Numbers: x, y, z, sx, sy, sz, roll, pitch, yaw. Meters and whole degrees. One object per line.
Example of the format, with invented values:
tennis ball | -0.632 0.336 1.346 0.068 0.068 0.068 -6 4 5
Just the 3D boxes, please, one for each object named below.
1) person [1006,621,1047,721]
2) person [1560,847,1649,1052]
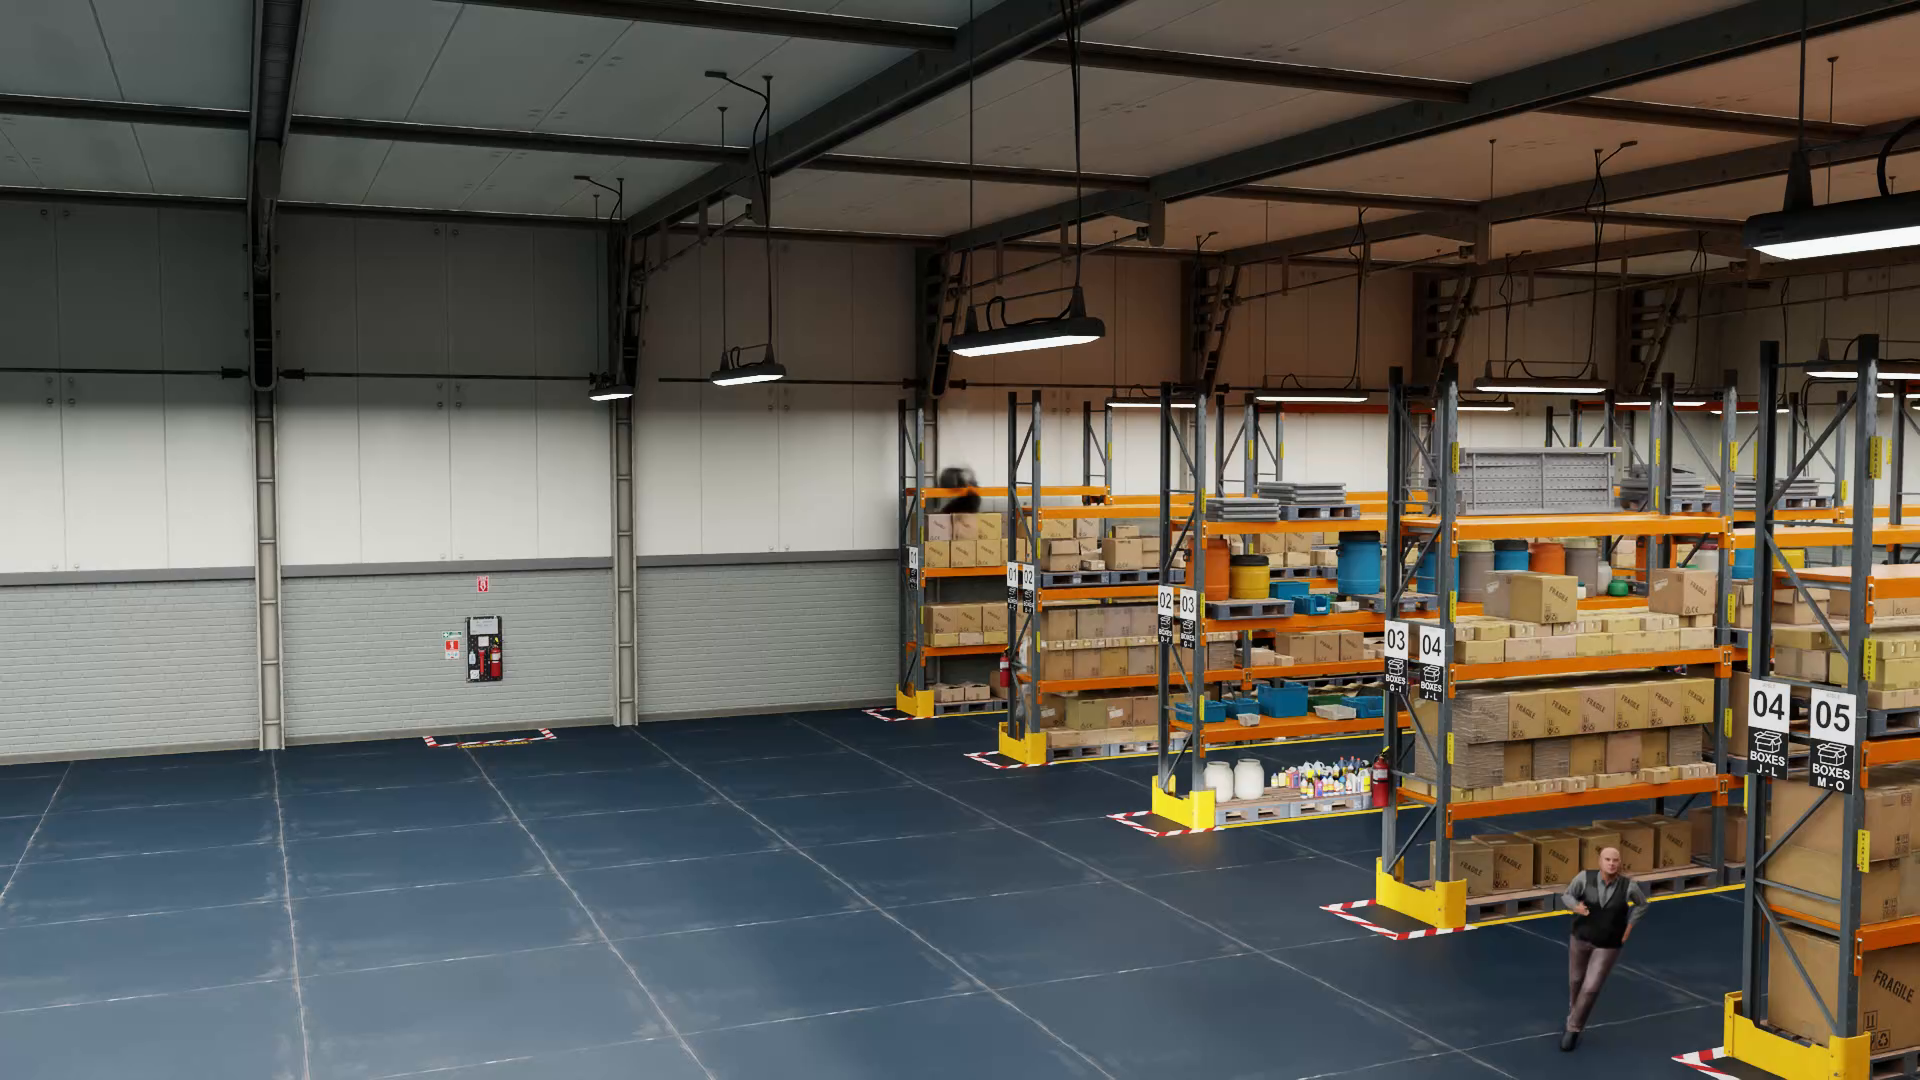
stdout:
person | 1.233 2.287 29.264 0.989 1.745 0.674 -2 4 -29
person | 5.503 3.482 14.280 0.677 1.739 0.783 2 4 35
